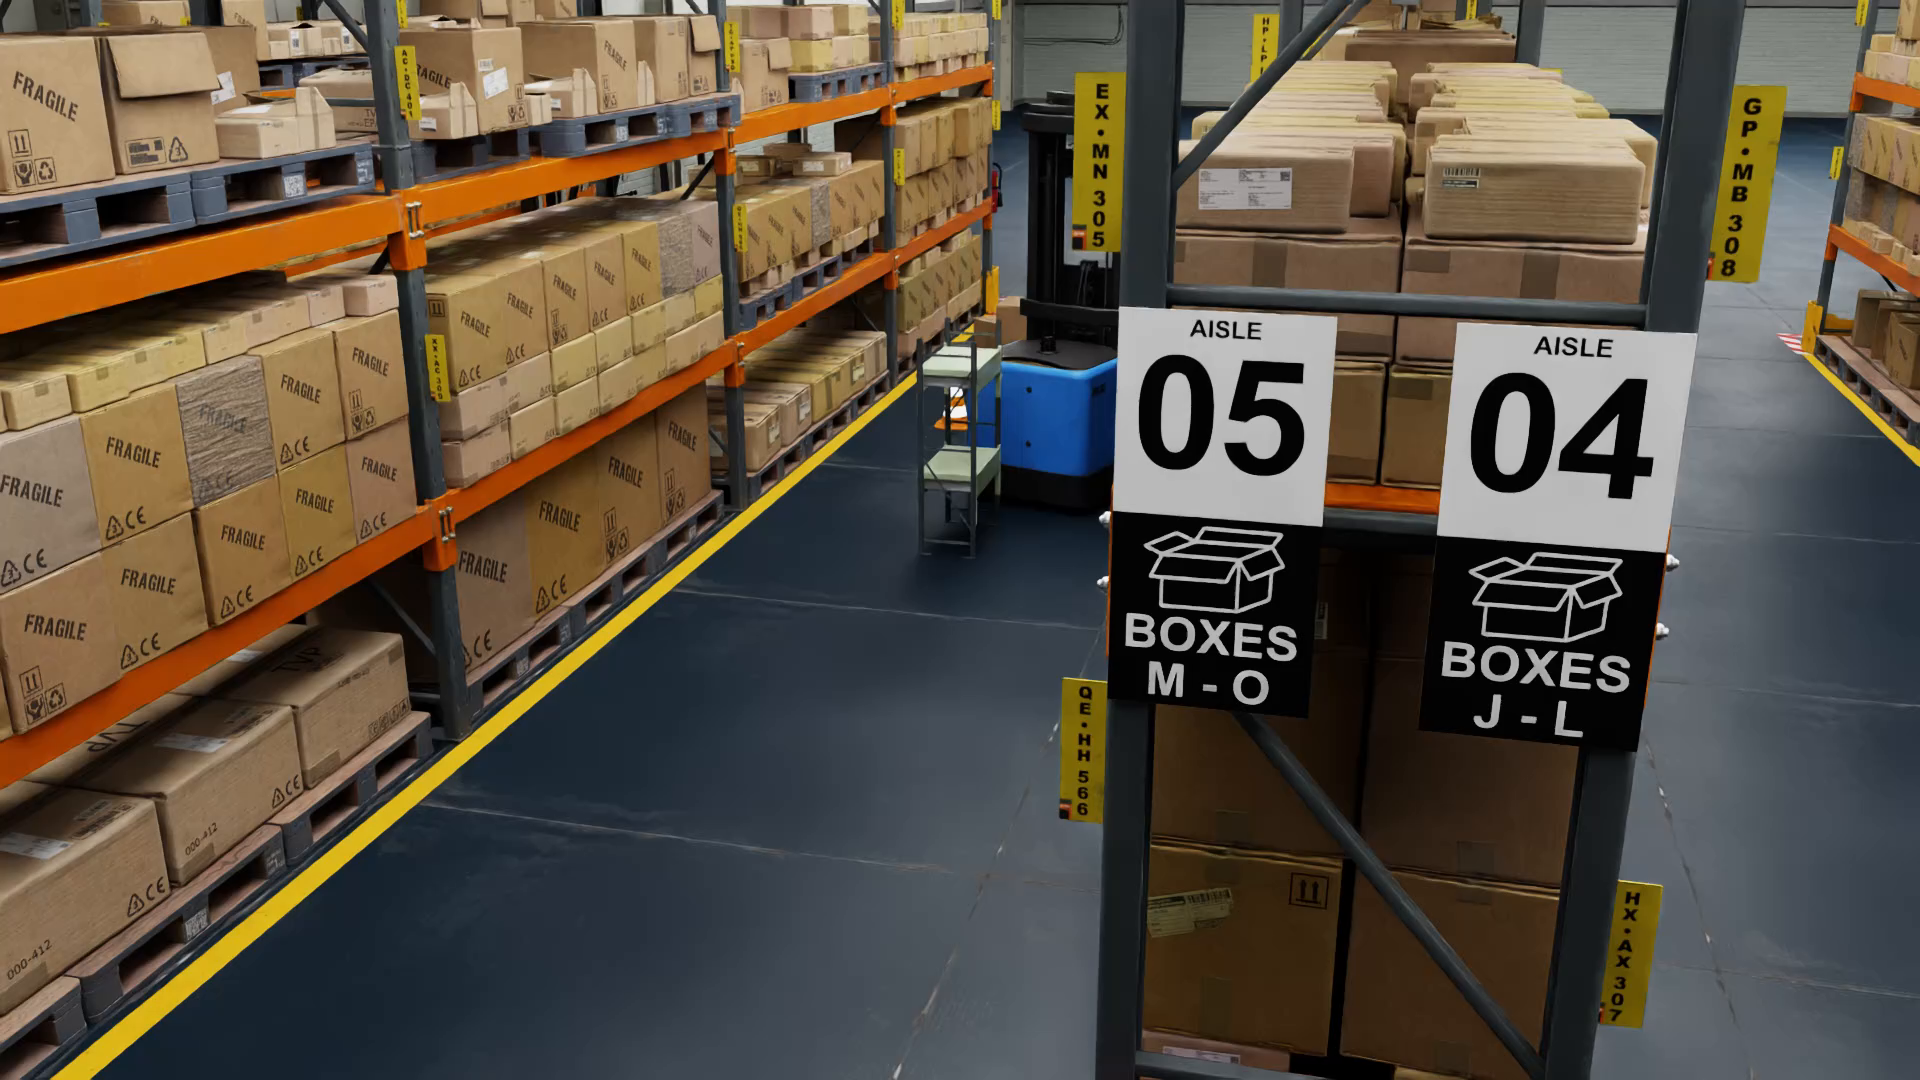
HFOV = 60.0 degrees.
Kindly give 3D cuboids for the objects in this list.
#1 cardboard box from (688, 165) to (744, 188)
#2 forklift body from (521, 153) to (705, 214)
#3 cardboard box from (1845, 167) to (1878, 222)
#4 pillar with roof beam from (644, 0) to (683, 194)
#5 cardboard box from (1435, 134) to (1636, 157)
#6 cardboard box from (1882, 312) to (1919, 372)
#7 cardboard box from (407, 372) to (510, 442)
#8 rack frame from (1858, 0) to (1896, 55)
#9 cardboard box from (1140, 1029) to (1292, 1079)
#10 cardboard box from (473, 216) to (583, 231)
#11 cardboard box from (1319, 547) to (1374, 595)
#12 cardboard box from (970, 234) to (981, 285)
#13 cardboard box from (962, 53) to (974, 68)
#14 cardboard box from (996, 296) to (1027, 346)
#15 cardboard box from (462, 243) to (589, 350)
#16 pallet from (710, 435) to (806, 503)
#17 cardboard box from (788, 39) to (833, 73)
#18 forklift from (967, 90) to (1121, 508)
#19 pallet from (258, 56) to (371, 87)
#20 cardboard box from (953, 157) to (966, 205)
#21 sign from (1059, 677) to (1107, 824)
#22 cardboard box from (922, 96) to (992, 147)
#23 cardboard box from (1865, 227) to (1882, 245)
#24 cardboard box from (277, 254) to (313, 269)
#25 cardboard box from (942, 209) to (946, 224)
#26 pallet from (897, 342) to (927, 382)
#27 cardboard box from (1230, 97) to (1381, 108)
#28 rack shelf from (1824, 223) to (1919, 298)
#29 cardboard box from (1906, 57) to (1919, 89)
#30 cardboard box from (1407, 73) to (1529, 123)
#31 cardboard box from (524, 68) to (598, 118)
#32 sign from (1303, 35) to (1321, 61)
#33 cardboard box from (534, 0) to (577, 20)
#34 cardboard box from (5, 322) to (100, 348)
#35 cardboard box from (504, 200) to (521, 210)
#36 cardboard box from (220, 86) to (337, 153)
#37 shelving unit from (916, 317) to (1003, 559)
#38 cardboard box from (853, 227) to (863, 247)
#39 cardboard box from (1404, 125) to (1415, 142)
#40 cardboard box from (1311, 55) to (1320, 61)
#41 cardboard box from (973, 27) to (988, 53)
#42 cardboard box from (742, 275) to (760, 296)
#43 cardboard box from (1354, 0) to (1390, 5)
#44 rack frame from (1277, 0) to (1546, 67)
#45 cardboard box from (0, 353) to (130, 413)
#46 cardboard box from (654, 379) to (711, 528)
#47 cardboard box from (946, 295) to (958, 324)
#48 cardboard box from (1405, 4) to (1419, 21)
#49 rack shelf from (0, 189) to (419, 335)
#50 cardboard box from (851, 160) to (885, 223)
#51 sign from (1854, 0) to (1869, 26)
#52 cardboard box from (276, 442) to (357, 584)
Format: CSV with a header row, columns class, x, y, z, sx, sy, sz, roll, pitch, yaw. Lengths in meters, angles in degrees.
class,x,y,z,sx,sy,sz,roll,pitch,yaw
cardboard box,-1.951,-2.906,13.286,0.380,0.149,0.250,4,19,11
forklift body,-3.631,-3.435,18.417,2.313,2.155,1.214,5,19,13
cardboard box,9.326,-3.420,16.444,0.875,0.500,0.500,5,19,13
pillar with roof beam,-0.340,-8.808,23.552,9.100,9.000,0.400,5,19,13
cardboard box,1.173,-0.746,3.432,0.380,0.149,0.250,5,20,16
cardboard box,9.034,-1.838,15.647,0.500,0.500,0.500,7,20,18
cardboard box,-2.673,-0.705,8.568,0.500,0.250,0.500,4,19,12
rack frame,9.487,-6.241,16.037,1.000,3.000,0.127,5,19,13
cardboard box,0.599,1.184,3.969,0.380,0.149,0.250,5,19,13
cardboard box,-2.688,-1.745,10.454,0.500,0.500,0.500,5,20,15
cardboard box,0.788,0.207,4.280,0.500,0.500,0.500,4,19,12
cardboard box,-0.065,-3.165,18.758,0.500,0.500,0.500,5,19,14
cardboard box,-0.065,-5.190,17.990,0.380,0.149,0.250,5,20,15
cardboard box,0.634,-1.975,15.525,0.500,0.500,0.500,5,19,13
cardboard box,-2.445,-1.378,9.379,0.500,0.500,0.500,4,19,12
pallet,-1.884,-0.602,13.124,1.003,0.211,1.213,5,19,13
cardboard box,-1.356,-3.966,13.598,0.500,0.250,0.500,5,19,14
forklift,1.232,-2.045,13.141,1.130,2.935,3.031,11,22,29
pallet,-6.117,-4.373,15.505,0.805,0.209,1.217,4,19,11
cardboard box,-0.240,-3.868,17.755,0.500,0.500,0.500,5,19,13
sign,0.260,0.442,3.472,0.100,0.325,0.005,5,19,13
cardboard box,-0.035,-4.668,18.553,0.700,0.500,0.500,4,19,12
cardboard box,8.922,-2.901,15.928,0.380,0.149,0.250,5,19,13
cardboard box,-6.170,-2.598,14.886,0.500,0.250,0.500,5,20,15
cardboard box,-0.355,-3.367,17.292,0.380,0.149,0.250,5,19,13
pallet,-0.970,-1.824,16.702,1.003,0.211,1.213,5,19,13
cardboard box,0.933,-1.110,4.499,0.380,0.149,0.250,5,20,15
rack shelf,8.999,-2.435,15.288,1.077,0.370,4.000,5,19,13
cardboard box,8.752,-4.139,14.756,0.500,0.250,0.500,5,20,15
cardboard box,1.707,-1.482,5.586,0.380,0.149,0.250,5,20,15
cardboard box,-2.268,-2.523,9.351,0.396,0.266,0.258,6,20,18
sign,2.212,-3.066,10.460,0.100,0.325,0.005,5,19,13
cardboard box,-4.808,-6.130,19.395,0.500,0.500,0.500,5,20,15
cardboard box,-3.646,-0.768,6.590,0.380,0.149,0.250,5,19,13
cardboard box,-5.175,-3.967,18.506,0.500,0.500,0.500,5,19,14
cardboard box,-2.900,-1.800,7.079,0.396,0.266,0.258,5,20,15
shelving unit,0.002,-0.712,11.451,0.431,1.500,0.755,5,19,13
cardboard box,-1.067,-2.663,14.581,0.380,0.149,0.250,4,19,12
cardboard box,1.643,-1.158,5.256,0.500,0.250,0.500,5,20,16
cardboard box,2.350,-2.627,9.941,0.500,0.500,0.500,5,19,13
cardboard box,0.014,-5.492,18.257,0.500,0.250,0.500,4,19,13
cardboard box,-1.715,-1.930,12.436,0.380,0.149,0.250,3,19,10
cardboard box,3.505,-4.635,14.328,0.380,0.149,0.250,4,19,13
rack frame,1.771,-2.903,6.265,1.000,3.000,0.127,5,19,13
cardboard box,-3.256,-0.569,6.008,0.380,0.149,0.250,4,19,12
cardboard box,-2.326,-0.660,11.618,0.875,0.875,0.875,4,19,13
cardboard box,-0.316,-2.481,17.915,0.500,0.250,0.500,4,19,11
cardboard box,4.854,-5.385,17.140,0.500,0.250,0.500,5,19,14
rack shelf,-3.543,-0.875,6.082,1.077,0.370,4.000,5,19,13
cardboard box,-0.990,-3.155,15.018,0.500,0.500,0.500,4,19,12
sign,8.961,-5.278,16.506,0.100,0.325,0.005,5,19,13
cardboard box,-3.040,-0.143,7.312,0.500,0.500,0.500,4,19,12
